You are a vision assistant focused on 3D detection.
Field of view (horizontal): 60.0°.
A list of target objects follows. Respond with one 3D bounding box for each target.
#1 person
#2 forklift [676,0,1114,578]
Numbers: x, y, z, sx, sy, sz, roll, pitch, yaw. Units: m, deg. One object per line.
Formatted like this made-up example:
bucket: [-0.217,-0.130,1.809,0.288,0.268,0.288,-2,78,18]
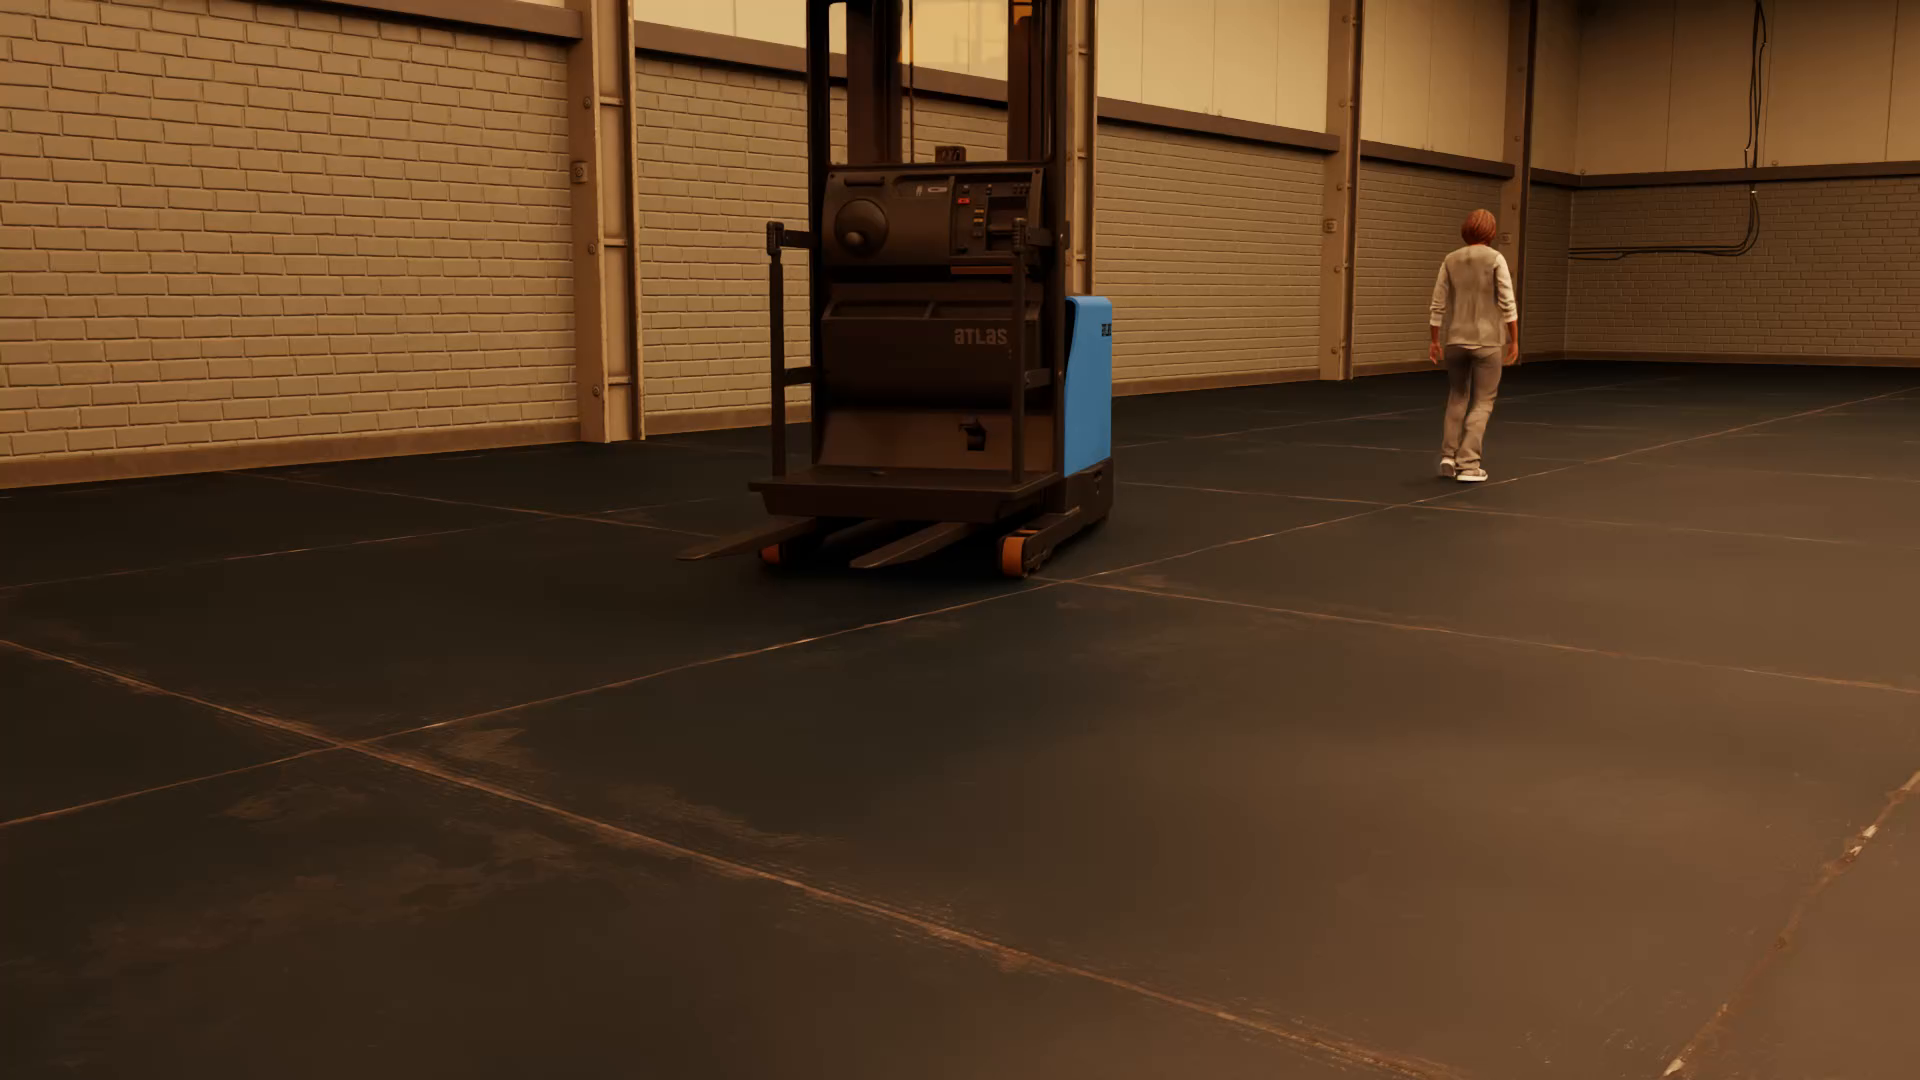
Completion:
person: [3.012,-1.110,9.734,0.510,1.628,0.459,7,11,42]
forklift: [-0.176,-1.366,6.616,1.130,2.935,3.031,3,9,17]
